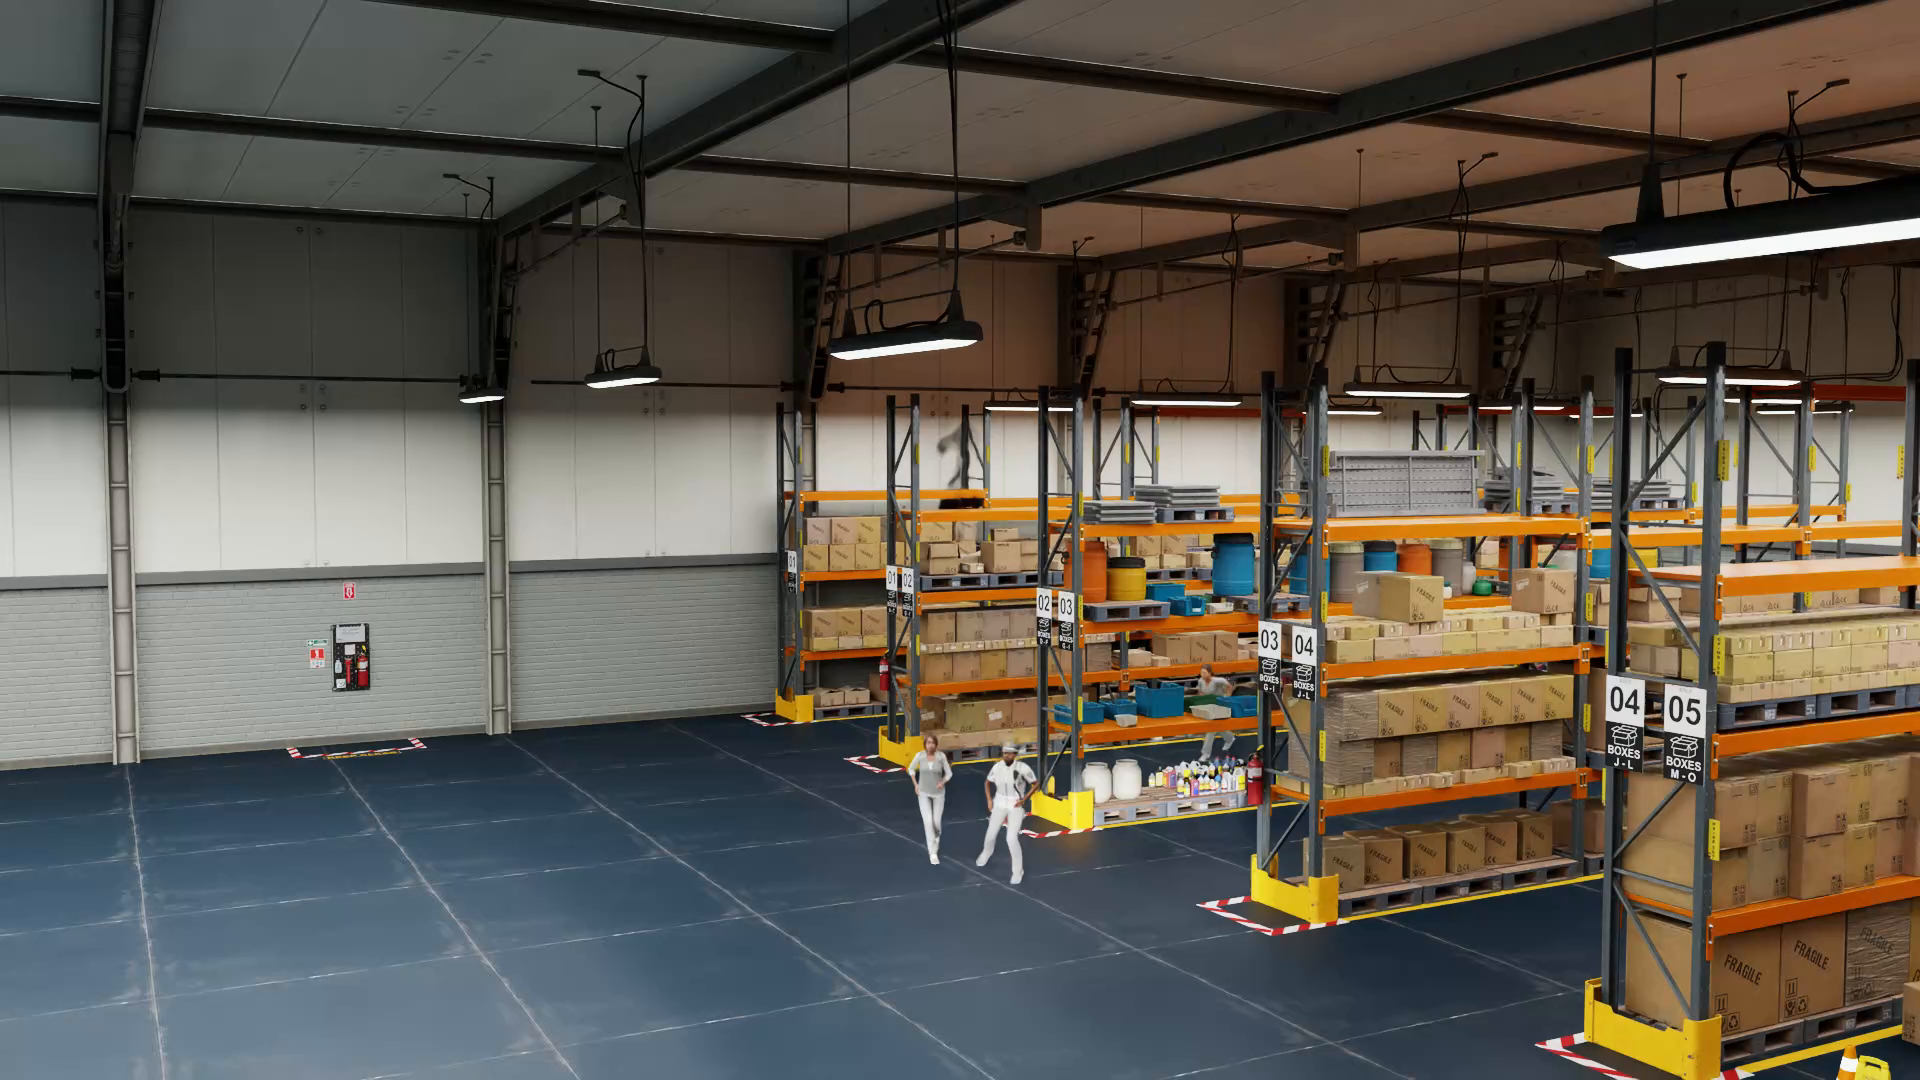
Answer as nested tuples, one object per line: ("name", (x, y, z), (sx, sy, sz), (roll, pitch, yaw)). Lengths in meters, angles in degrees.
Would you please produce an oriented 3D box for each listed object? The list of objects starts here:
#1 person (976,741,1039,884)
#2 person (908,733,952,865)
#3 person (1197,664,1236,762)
("person", (0.540, 3.227, 19.966), (0.822, 1.693, 0.707), (1, 3, 18))
("person", (-0.373, 3.194, 20.806), (0.548, 1.591, 0.756), (0, 3, -2))
("person", (4.273, 2.830, 27.505), (0.601, 1.624, 1.004), (3, 4, 40))
